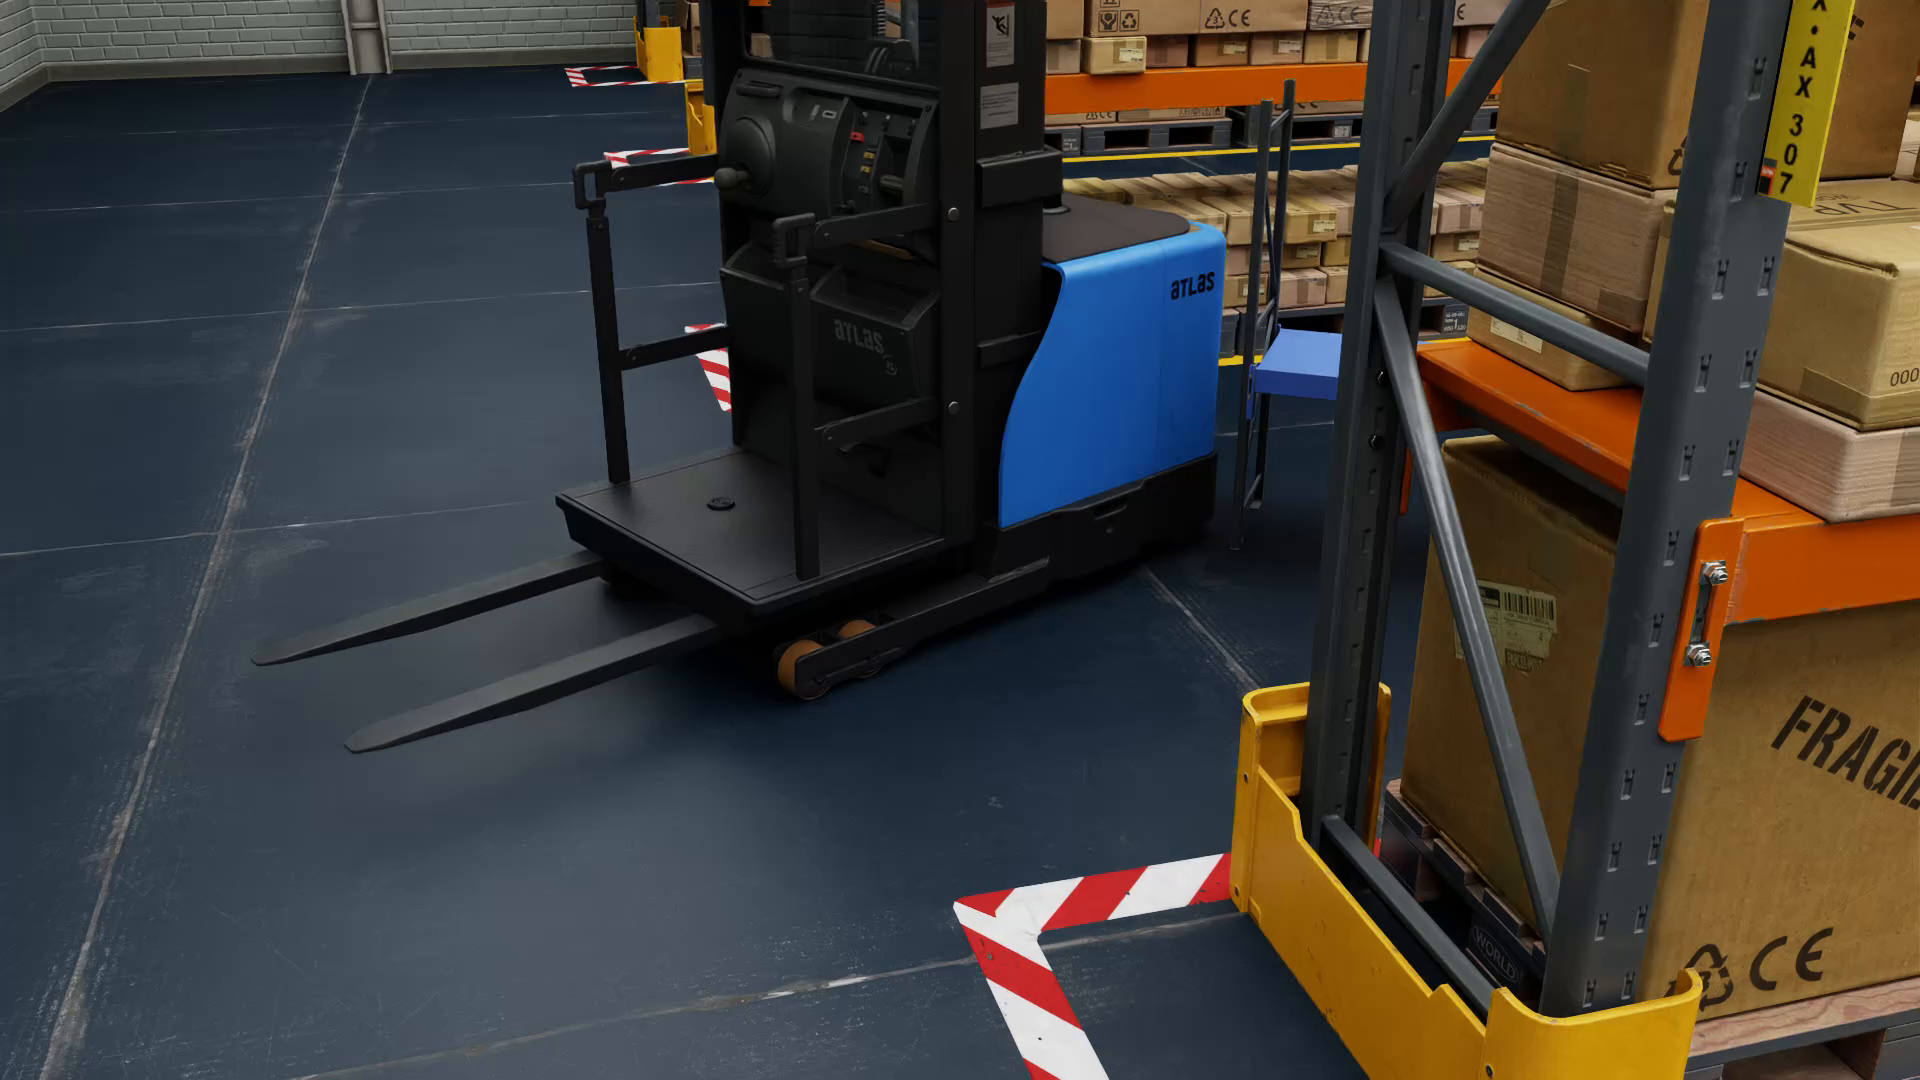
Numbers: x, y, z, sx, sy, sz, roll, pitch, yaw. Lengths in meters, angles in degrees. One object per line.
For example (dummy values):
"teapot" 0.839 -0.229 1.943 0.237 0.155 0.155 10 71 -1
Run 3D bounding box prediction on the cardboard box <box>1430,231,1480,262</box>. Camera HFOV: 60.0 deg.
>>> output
"cardboard box" 2.326 -1.470 8.078 0.250 0.149 0.380 -6 24 -13

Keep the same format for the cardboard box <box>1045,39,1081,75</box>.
"cardboard box" 0.345 -2.109 7.180 0.250 0.149 0.380 -5 24 -12

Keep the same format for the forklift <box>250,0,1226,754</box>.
"forklift" -0.553 -1.128 4.662 3.031 2.935 1.130 -19 30 -38

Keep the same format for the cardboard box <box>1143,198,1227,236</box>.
"cardboard box" 1.033 -1.466 7.691 0.250 0.149 0.380 -8 24 -17

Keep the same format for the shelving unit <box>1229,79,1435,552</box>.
"shelving unit" 1.495 -0.679 5.429 1.048 1.500 0.538 8 24 18

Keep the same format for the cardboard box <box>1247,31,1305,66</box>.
"cardboard box" 1.344 -2.232 7.467 0.250 0.149 0.380 -7 24 -15

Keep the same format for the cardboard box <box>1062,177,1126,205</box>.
"cardboard box" 0.624 -1.661 8.147 0.250 0.149 0.380 -7 24 -16

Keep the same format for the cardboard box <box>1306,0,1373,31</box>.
"cardboard box" 1.690 -2.568 7.427 0.500 0.500 0.500 -7 24 -16

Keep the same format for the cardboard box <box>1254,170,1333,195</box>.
"cardboard box" 1.662 -1.739 8.328 0.250 0.149 0.380 -6 24 -14

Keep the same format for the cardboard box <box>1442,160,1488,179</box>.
"cardboard box" 2.662 -1.844 8.571 0.250 0.149 0.380 -7 24 -15

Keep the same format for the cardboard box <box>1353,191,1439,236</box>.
"cardboard box" 2.053 -1.551 7.888 0.250 0.149 0.380 -7 24 -16

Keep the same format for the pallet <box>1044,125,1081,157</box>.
"pallet" 0.197 -3.102 12.712 1.213 0.211 1.003 -6 24 -14

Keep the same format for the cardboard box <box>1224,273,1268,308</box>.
"cardboard box" 1.264 -1.226 7.886 0.250 0.149 0.380 -6 24 -14

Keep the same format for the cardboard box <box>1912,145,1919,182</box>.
"cardboard box" 1.969 -0.792 2.654 0.500 0.500 0.500 -7 24 -16

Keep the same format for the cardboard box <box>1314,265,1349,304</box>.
"cardboard box" 1.787 -1.259 7.963 0.250 0.149 0.380 -6 24 -14

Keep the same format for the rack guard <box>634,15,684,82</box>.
"rack guard" -2.995 -4.884 16.498 0.348 0.500 1.175 -6 24 -14

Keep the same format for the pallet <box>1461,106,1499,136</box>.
"pallet" 4.026 -3.527 13.703 1.213 0.211 1.003 -6 24 -14

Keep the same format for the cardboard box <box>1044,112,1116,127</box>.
"cardboard box" 0.632 -3.460 12.727 0.875 0.438 0.875 -7 24 -16

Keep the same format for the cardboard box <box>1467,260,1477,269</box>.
"cardboard box" 2.480 -1.379 8.243 0.250 0.149 0.380 -7 24 -16

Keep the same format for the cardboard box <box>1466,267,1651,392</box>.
"cardboard box" 1.207 -0.425 3.256 0.250 0.149 0.380 -6 24 -13

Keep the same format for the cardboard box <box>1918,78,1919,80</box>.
"cardboard box" 5.715 -2.429 9.294 0.500 0.250 0.500 -6 24 -14

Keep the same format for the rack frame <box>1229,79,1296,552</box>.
"rack frame" 1.015 -0.745 5.583 0.032 1.500 0.500 8 24 18

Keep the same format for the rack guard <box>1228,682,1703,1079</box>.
"rack guard" 0.930 0.773 3.314 0.348 0.500 1.175 -6 24 -14

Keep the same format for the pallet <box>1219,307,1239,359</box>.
"pallet" 0.575 -1.072 7.980 1.213 0.211 1.003 -6 24 -14

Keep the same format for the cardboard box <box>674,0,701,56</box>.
"cardboard box" -2.454 -5.099 16.464 0.637 0.503 0.797 -7 24 -16

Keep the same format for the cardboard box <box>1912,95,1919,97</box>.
"cardboard box" 5.349 -2.175 8.702 0.500 0.250 0.500 -5 24 -12

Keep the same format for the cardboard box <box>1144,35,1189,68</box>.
"cardboard box" 0.831 -2.197 7.385 0.250 0.149 0.380 -5 24 -12

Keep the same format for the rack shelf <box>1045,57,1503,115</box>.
"rack shelf" 1.636 -2.154 7.879 4.000 0.370 1.077 -6 24 -14

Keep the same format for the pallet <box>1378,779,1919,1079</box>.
"pallet" 1.701 0.789 3.644 1.213 0.211 1.003 -6 24 -14

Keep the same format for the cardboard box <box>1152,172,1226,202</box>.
"cardboard box" 1.134 -1.715 8.271 0.250 0.149 0.380 -5 24 -12

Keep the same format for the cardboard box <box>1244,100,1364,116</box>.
"cardboard box" 2.702 -3.879 13.149 0.875 0.875 0.875 -6 24 -13

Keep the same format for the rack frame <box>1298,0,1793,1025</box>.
"rack frame" 0.953 -0.378 2.827 0.127 3.000 1.000 -6 24 -14

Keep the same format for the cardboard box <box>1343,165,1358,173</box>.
"cardboard box" 2.150 -1.811 8.495 0.250 0.149 0.380 -6 24 -13

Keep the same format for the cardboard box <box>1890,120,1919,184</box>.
"cardboard box" 1.836 -0.652 3.278 0.500 0.250 0.500 -7 24 -15

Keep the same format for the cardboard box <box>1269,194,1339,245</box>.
"cardboard box" 1.568 -1.503 7.776 0.250 0.149 0.380 -6 24 -14

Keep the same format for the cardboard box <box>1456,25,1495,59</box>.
"cardboard box" 2.349 -2.330 7.695 0.250 0.149 0.380 -7 24 -17

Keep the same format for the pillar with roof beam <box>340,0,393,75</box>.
"pillar with roof beam" -4.745 -7.202 11.122 0.400 9.000 9.100 -6 24 -14

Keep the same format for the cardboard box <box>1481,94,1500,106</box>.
"cardboard box" 4.431 -4.074 13.602 0.875 0.875 0.875 -6 24 -14

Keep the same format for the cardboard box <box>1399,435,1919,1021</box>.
"cardboard box" 1.547 0.307 3.393 0.875 0.875 0.875 -6 24 -14

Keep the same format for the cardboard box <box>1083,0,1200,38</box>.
"cardboard box" 0.726 -2.464 7.185 0.500 0.500 0.500 -6 24 -14

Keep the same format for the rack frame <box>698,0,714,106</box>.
"rack frame" -1.724 -4.140 11.595 0.127 3.000 1.000 -6 24 -14

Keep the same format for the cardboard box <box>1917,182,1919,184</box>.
"cardboard box" 1.986 -0.452 2.813 0.500 0.250 0.500 -7 24 -15

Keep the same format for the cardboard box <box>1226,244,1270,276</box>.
"cardboard box" 1.281 -1.368 7.839 0.250 0.149 0.380 -7 24 -17

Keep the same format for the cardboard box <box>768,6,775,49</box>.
"cardboard box" -1.621 -5.174 16.642 0.500 0.500 0.700 -5 24 -12

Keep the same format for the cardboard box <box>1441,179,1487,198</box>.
"cardboard box" 2.545 -1.648 8.115 0.250 0.149 0.380 -6 24 -13

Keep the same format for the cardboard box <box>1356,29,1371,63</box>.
"cardboard box" 1.864 -2.269 7.553 0.250 0.149 0.380 -6 24 -13

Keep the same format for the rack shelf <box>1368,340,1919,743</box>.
"rack shelf" 2.878 -0.260 3.465 4.000 0.370 1.077 -6 24 -14

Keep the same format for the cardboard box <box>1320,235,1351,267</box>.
"cardboard box" 1.794 -1.437 8.001 0.250 0.149 0.380 -5 24 -12
